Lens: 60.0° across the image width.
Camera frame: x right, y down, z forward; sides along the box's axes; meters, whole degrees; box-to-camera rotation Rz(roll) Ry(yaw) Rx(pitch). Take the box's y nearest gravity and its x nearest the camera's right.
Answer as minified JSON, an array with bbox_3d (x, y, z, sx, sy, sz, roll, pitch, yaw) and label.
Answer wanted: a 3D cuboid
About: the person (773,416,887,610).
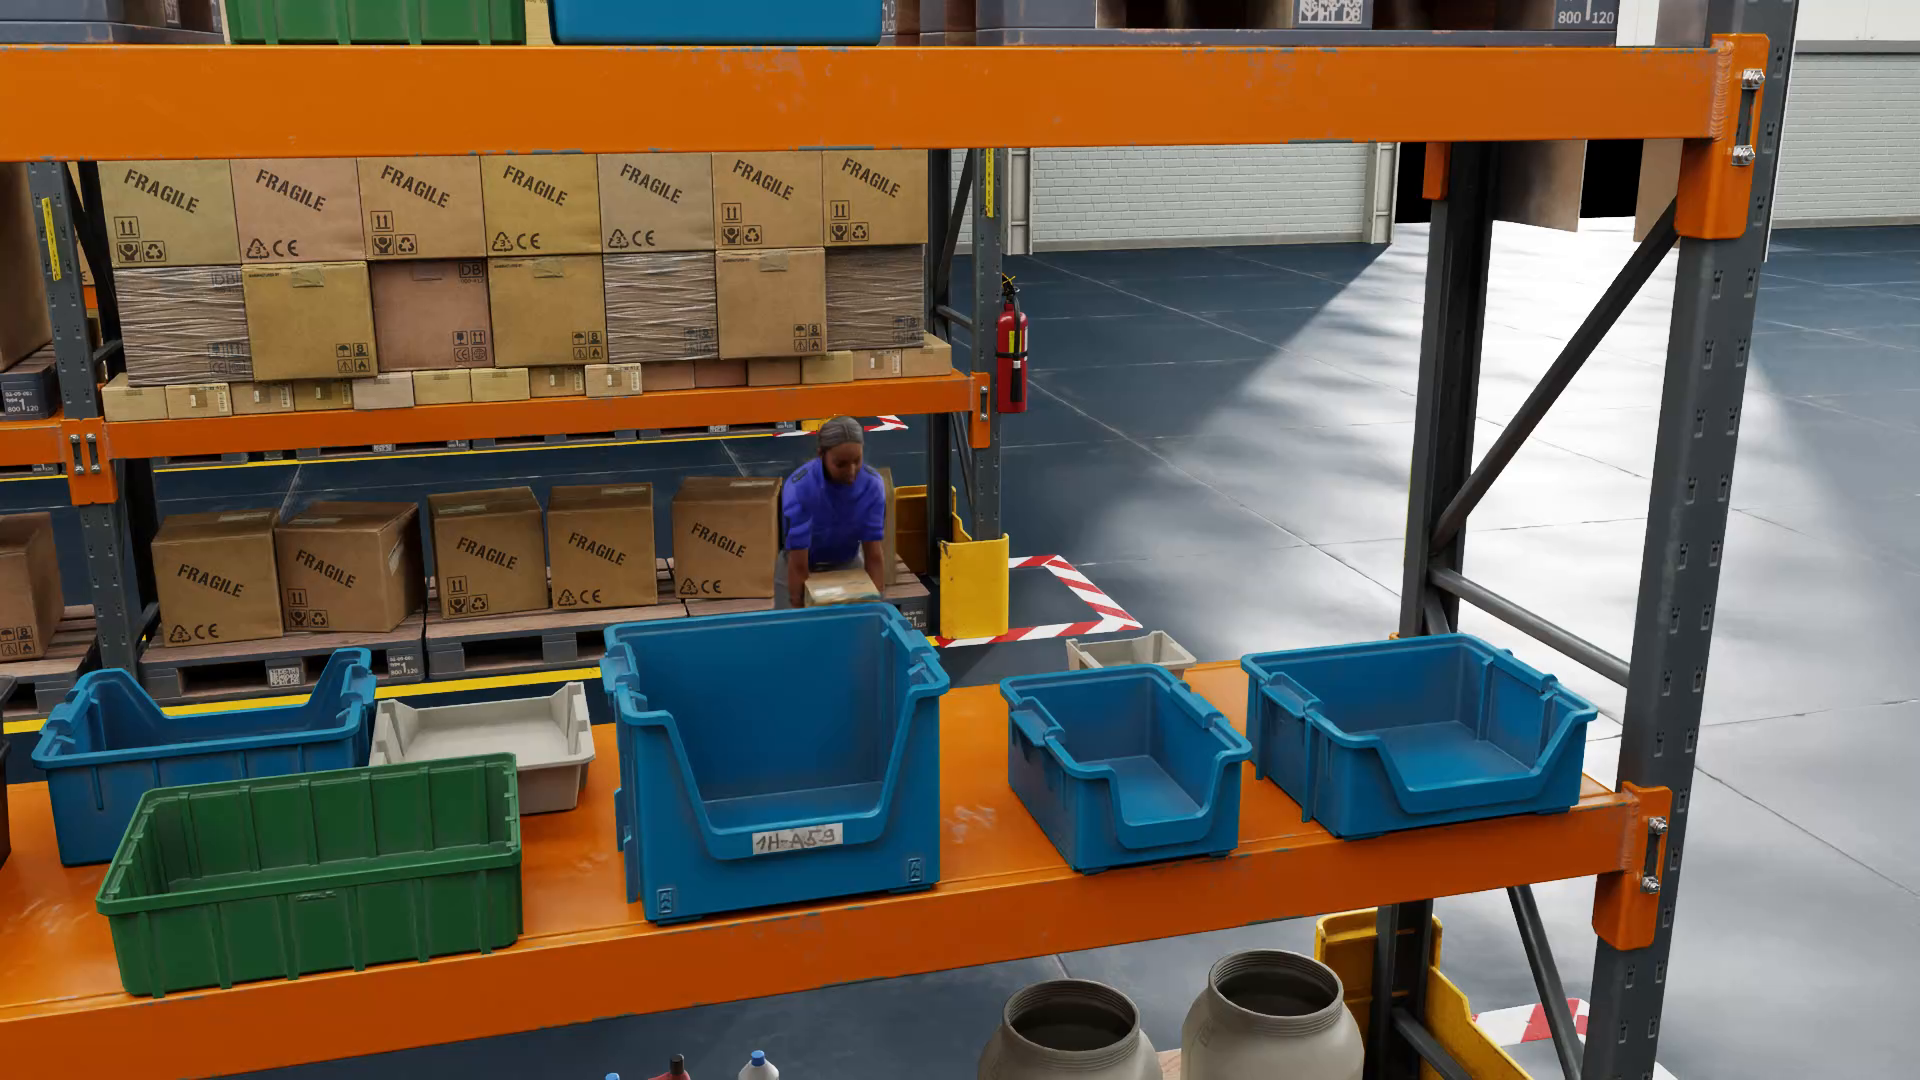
[{"bbox_3d":[-0.493,0.244,6.406,0.407,1.550,0.596,-5,17,-16],"label":"person"}]
